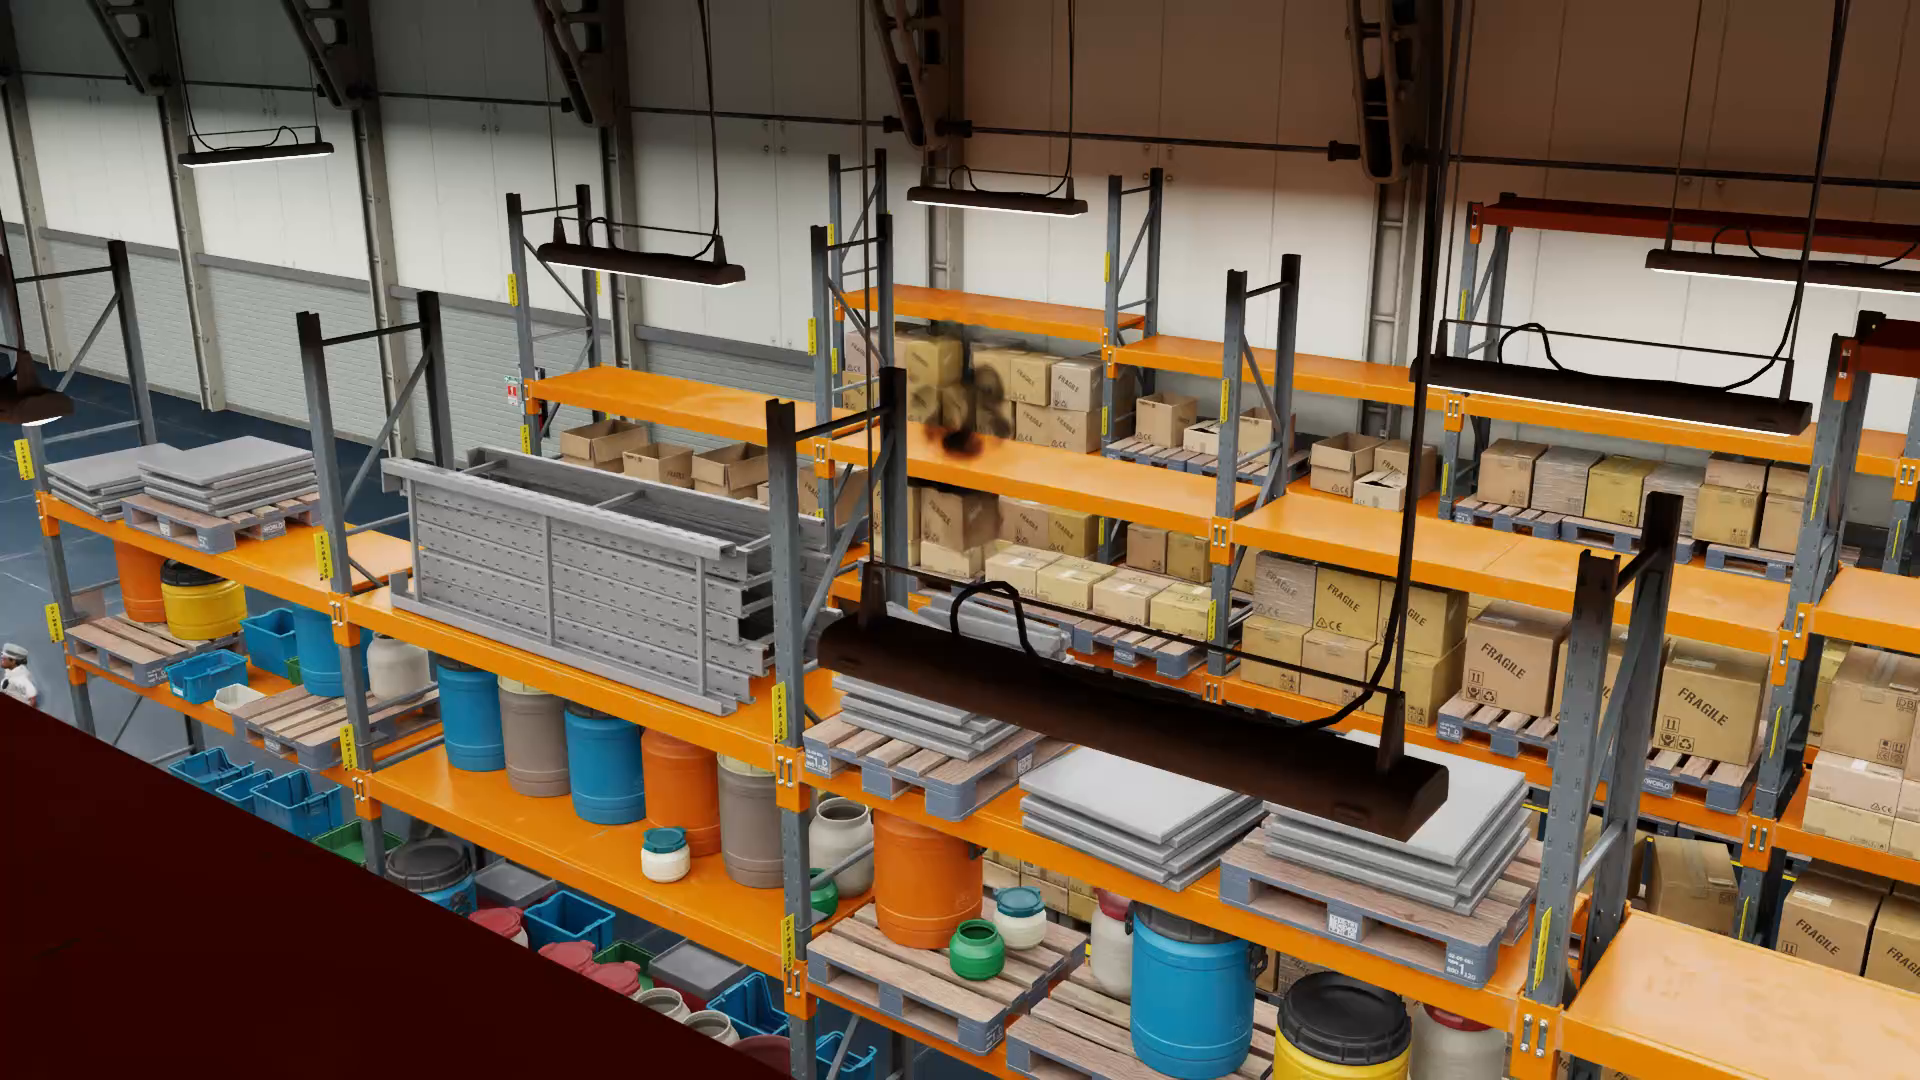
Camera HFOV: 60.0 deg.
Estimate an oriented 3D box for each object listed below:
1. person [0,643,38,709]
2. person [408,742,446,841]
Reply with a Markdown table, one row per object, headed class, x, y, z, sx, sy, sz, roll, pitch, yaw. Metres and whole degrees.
| class | x | y | z | sx | sy | sz | roll | pitch | yaw |
| --- | --- | --- | --- | --- | --- | --- | --- | --- | --- |
| person | -9.568 | 1.831 | 17.079 | 0.668 | 1.674 | 0.584 | -11 | 21 | -29 |
| person | -4.886 | 2.406 | 15.381 | 0.517 | 1.618 | 0.593 | 8 | 20 | 23 |
